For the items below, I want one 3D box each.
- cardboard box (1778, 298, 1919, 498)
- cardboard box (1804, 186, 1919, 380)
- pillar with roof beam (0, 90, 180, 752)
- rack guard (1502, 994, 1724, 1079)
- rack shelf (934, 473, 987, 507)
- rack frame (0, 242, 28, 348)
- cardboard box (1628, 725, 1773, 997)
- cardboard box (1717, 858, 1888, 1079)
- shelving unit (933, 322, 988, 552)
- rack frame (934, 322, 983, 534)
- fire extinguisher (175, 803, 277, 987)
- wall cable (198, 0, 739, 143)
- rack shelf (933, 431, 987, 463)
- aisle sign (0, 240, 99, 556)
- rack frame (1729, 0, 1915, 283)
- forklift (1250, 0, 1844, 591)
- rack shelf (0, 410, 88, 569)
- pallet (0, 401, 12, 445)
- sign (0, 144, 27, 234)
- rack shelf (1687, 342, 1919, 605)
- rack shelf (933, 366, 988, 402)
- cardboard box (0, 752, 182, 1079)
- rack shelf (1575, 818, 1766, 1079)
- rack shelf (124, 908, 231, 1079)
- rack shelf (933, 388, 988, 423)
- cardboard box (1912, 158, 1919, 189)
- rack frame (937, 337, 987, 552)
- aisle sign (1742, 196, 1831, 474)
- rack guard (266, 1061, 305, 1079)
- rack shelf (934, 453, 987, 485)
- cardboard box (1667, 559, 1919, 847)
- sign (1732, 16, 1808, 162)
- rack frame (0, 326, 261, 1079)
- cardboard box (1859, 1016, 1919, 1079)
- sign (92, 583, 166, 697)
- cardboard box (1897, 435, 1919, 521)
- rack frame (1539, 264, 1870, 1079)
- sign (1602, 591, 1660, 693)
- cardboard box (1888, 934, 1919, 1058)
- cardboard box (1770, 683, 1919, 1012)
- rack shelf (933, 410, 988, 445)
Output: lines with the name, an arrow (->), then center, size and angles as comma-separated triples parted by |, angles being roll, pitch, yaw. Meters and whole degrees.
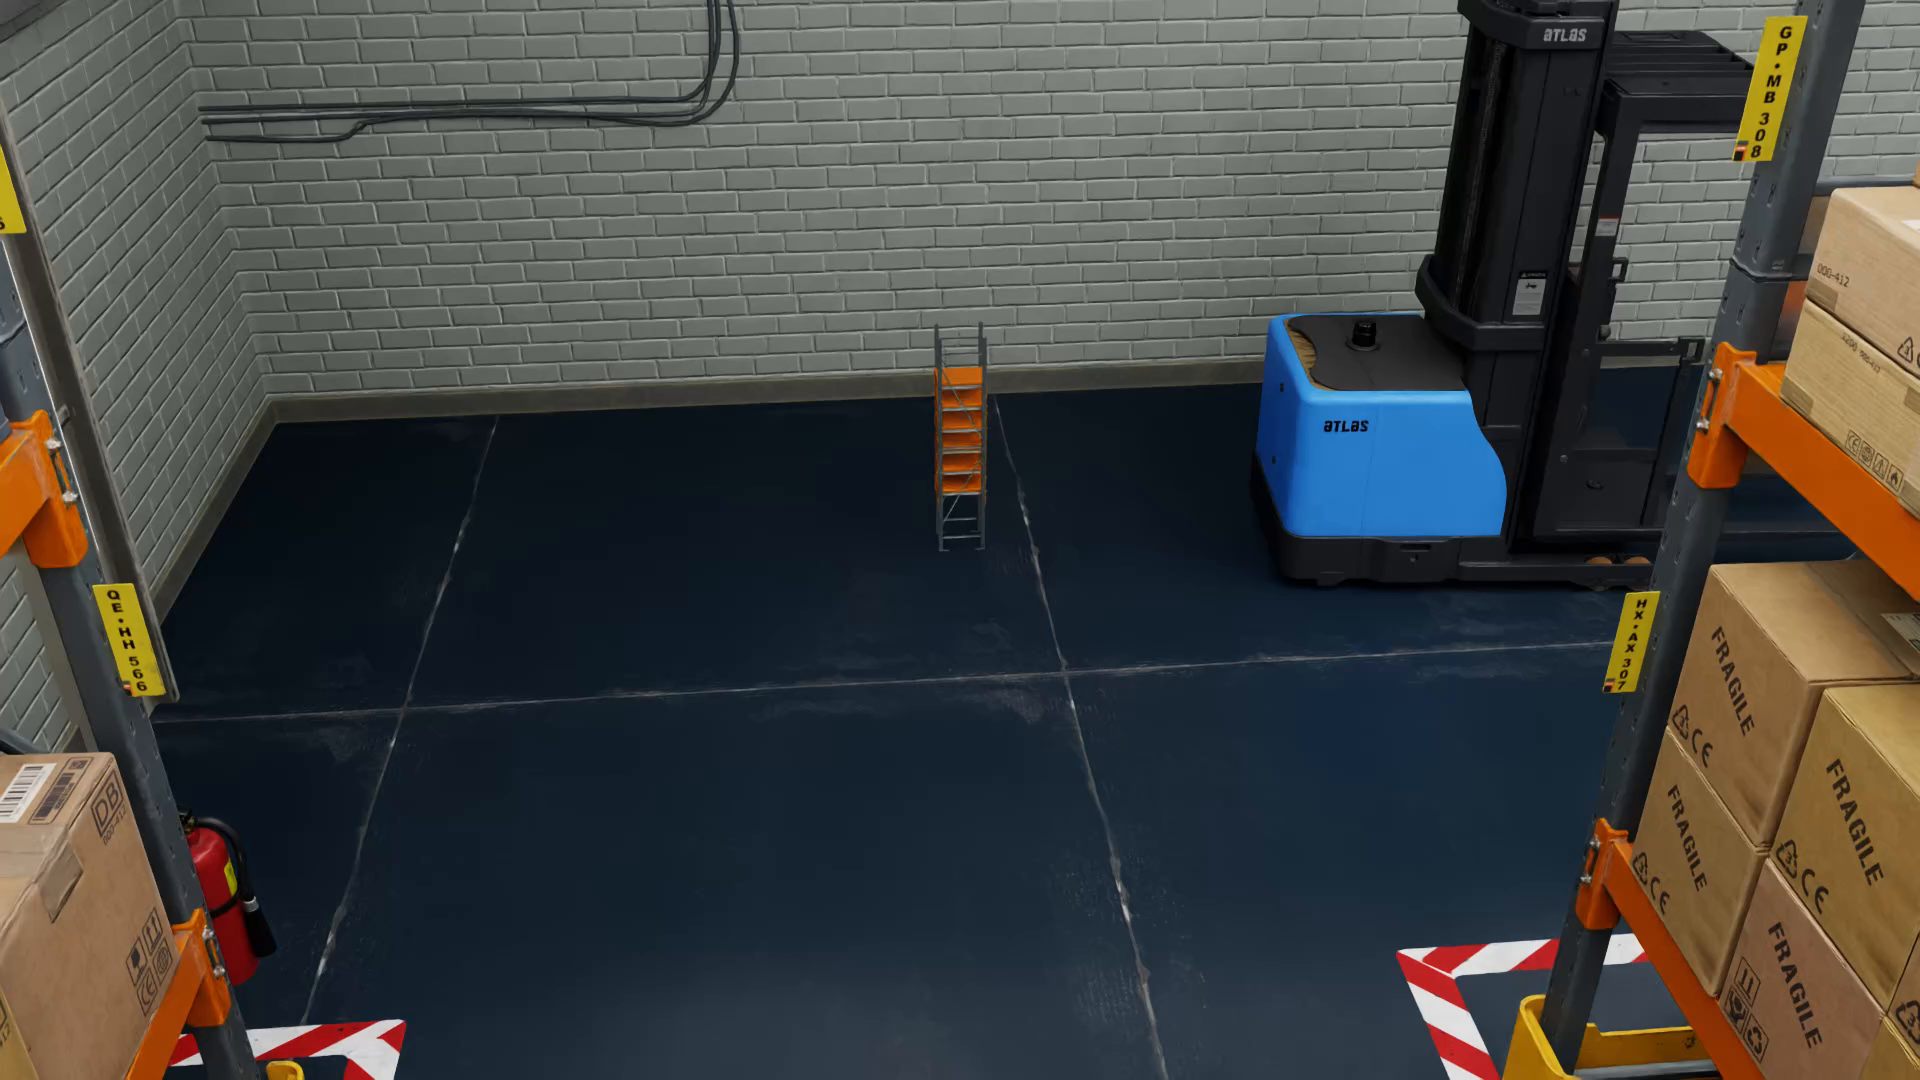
cardboard box -> 2.159, -0.324, 3.588 | 0.500, 0.250, 0.500 | -3, 31, -5
cardboard box -> 2.153, -0.538, 3.459 | 0.500, 0.250, 0.500 | -3, 31, -5
pillar with roof beam -> 0.605, -3.254, 5.423 | 9.100, 9.000, 0.400 | -3, 31, -5
rack guard -> 2.371, 1.737, 5.354 | 1.175, 0.500, 0.348 | -3, 31, -5
rack shelf -> 0.001, -0.264, 8.576 | 0.258, 0.103, 0.180 | -3, 31, -5
rack frame -> -2.568, -1.711, 2.839 | 1.000, 3.000, 0.127 | -3, 31, -5
cardboard box -> 2.143, 0.821, 4.352 | 0.500, 0.500, 0.500 | -2, 31, -4
cardboard box -> 2.196, 1.085, 3.911 | 0.500, 0.500, 0.500 | -3, 31, -5
shelving unit -> 0.001, -0.508, 8.430 | 0.258, 1.200, 0.189 | -3, 31, -5
rack frame -> -0.007, -0.554, 8.508 | 0.240, 1.200, 0.006 | -3, 31, -5
fire extinguisher -> -2.122, 0.959, 4.659 | 0.296, 0.674, 0.183 | -3, 31, -5
wall cable -> -2.740, -3.283, 8.499 | 3.097, 2.526, 0.112 | -3, 31, -5
rack shelf -> 0.001, -0.470, 8.453 | 0.258, 0.103, 0.180 | -3, 31, -5
aisle sign -> -2.276, -0.303, 3.797 | 0.394, 0.787, 0.004 | -3, 31, -5
rack frame -> 2.364, -1.950, 3.240 | 1.000, 3.000, 0.127 | -3, 31, -5
forklift -> 3.104, -1.279, 8.032 | 3.031, 2.935, 1.130 | 0, 31, -1
rack shelf -> -2.381, 0.907, 2.083 | 1.077, 0.370, 4.000 | -3, 31, -5
pallet -> -2.488, -0.007, 2.998 | 1.003, 0.211, 1.213 | -3, 31, -5
sign -> -2.026, -0.788, 3.433 | 0.100, 0.325, 0.005 | -3, 31, -5
rack shelf -> 2.551, 0.667, 2.484 | 1.077, 0.370, 4.000 | -3, 31, -5
rack shelf -> 0.001, -0.779, 8.268 | 0.258, 0.103, 0.180 | -3, 31, -5
cardboard box -> -2.510, 0.996, 3.866 | 0.980, 0.700, 0.700 | -1, 31, -2
rack shelf -> 2.551, 1.955, 3.253 | 1.077, 0.370, 4.000 | -3, 31, -5
rack shelf -> -2.381, 2.194, 2.853 | 1.077, 0.370, 4.000 | -3, 31, -5
rack shelf -> 0.001, -0.676, 8.330 | 0.258, 0.103, 0.180 | -3, 31, -5
cardboard box -> 2.428, -0.873, 3.289 | 0.700, 0.500, 0.500 | -3, 31, -5
rack frame -> 0.010, -0.461, 8.352 | 0.240, 1.200, 0.006 | -3, 31, -5
aisle sign -> 2.065, -0.512, 4.146 | 0.394, 0.787, 0.004 | -3, 31, -5
rack guard -> -2.570, 1.925, 5.039 | 1.175, 0.500, 0.348 | -3, 31, -5
rack shelf -> 0.001, -0.367, 8.514 | 0.258, 0.103, 0.180 | -3, 31, -5
cardboard box -> 2.143, 0.392, 4.096 | 0.500, 0.500, 0.500 | -2, 31, -3
sign -> 1.824, -1.012, 3.741 | 0.100, 0.325, 0.005 | -3, 31, -5
rack frame -> -2.568, 0.864, 4.378 | 1.000, 3.000, 0.127 | -3, 31, -5
cardboard box -> 2.240, 1.341, 3.482 | 0.500, 0.500, 0.500 | -3, 31, -5
sign -> -2.026, 0.247, 4.052 | 0.100, 0.325, 0.005 | -3, 31, -5
cardboard box -> 2.193, -0.068, 3.159 | 0.500, 0.250, 0.500 | -3, 31, -5
rack frame -> 2.364, 0.625, 4.778 | 1.000, 3.000, 0.127 | -3, 31, -5
sign -> 1.824, 0.280, 4.512 | 0.100, 0.325, 0.005 | -3, 31, -5
cardboard box -> 2.241, 0.914, 3.221 | 0.500, 0.500, 0.500 | -2, 31, -4
cardboard box -> 2.199, 0.659, 3.649 | 0.500, 0.500, 0.500 | -2, 31, -4
rack shelf -> 0.001, -0.573, 8.391 | 0.258, 0.103, 0.180 | -3, 31, -5
